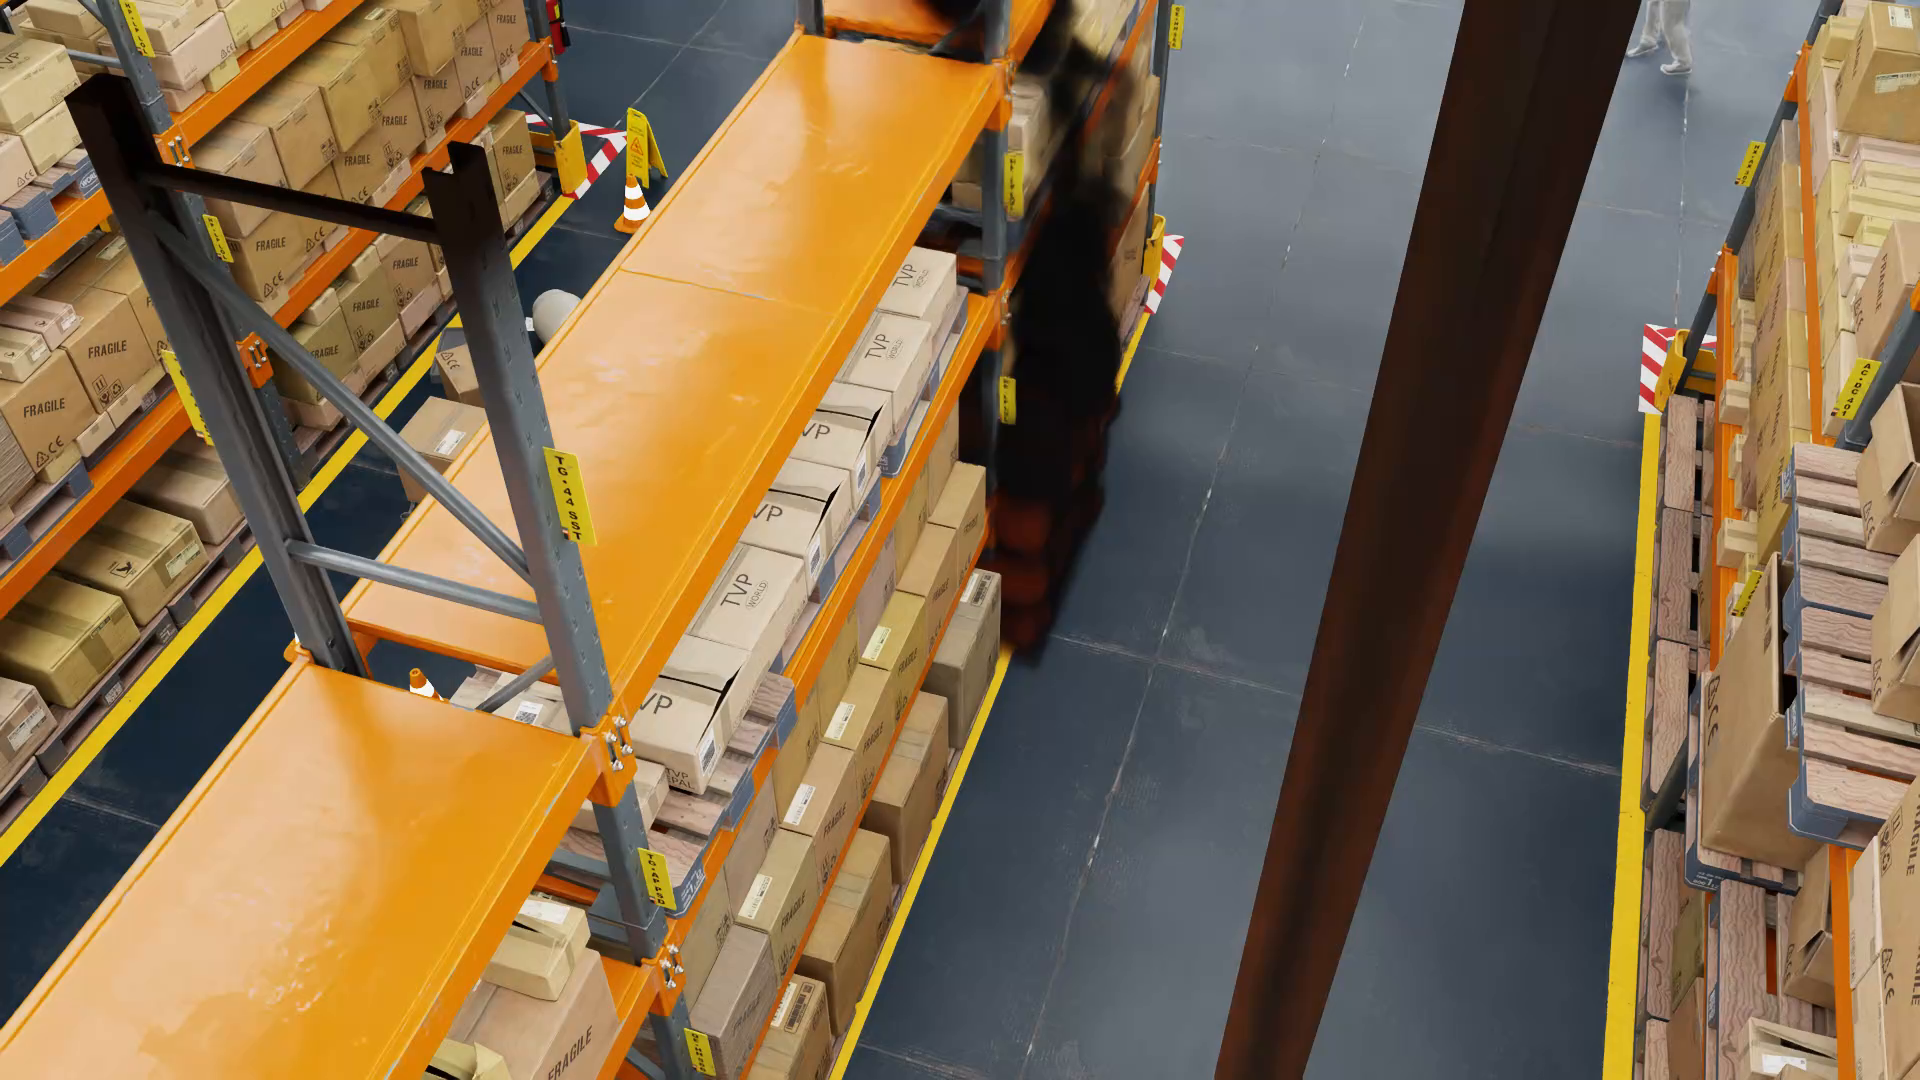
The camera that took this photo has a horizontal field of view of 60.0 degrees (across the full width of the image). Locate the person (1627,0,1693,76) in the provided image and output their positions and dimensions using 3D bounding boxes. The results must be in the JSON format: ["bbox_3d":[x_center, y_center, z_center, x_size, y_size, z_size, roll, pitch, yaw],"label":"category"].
[{"bbox_3d":[6.426,-4.945,14.814,0.759,1.732,0.582,35,55,30],"label":"person"}]
